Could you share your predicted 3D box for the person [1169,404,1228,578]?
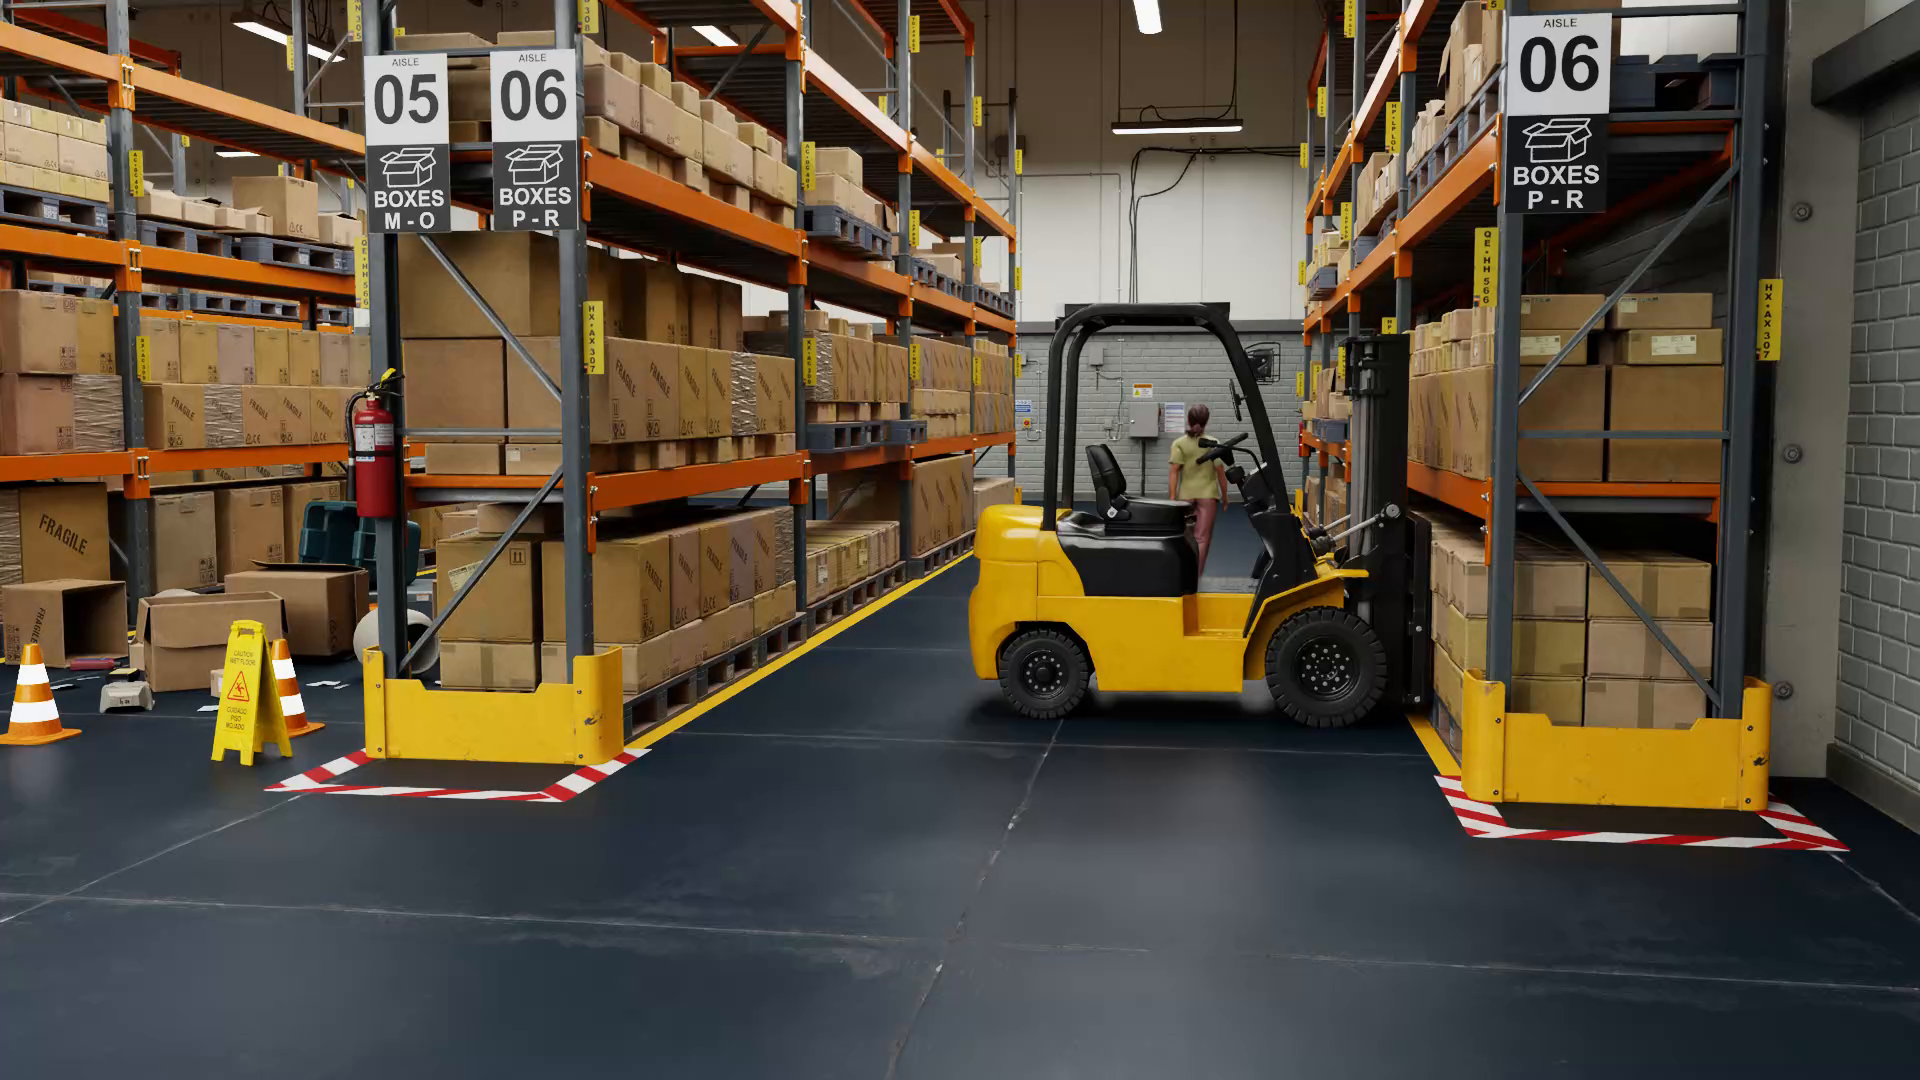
[{"bbox_3d":[2.004,-0.312,13.853,0.455,1.583,0.997,2,5,21],"label":"person"}]
